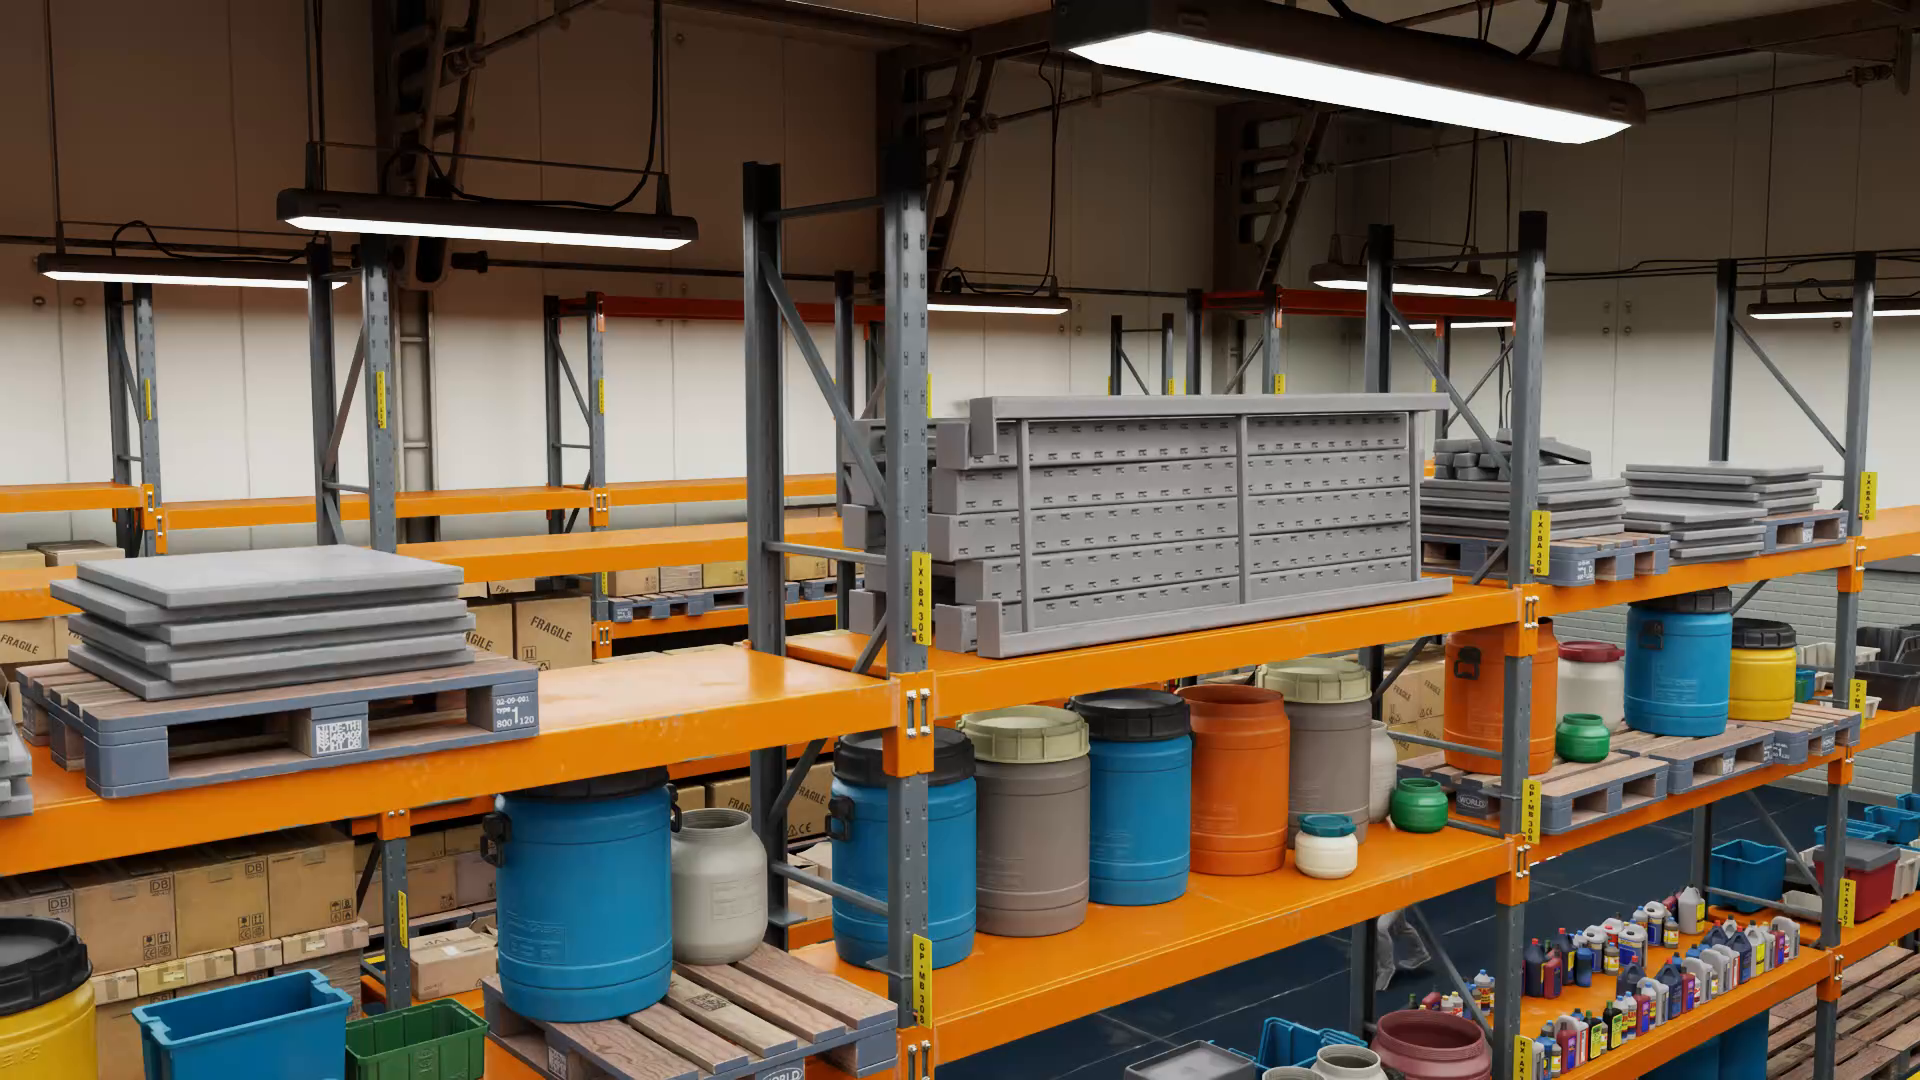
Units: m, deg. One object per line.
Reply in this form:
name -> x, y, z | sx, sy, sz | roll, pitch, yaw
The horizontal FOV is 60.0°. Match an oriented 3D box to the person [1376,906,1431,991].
person -> 3.743, 3.051, 14.187 | 0.941, 1.600, 0.660 | -4, 7, -36
